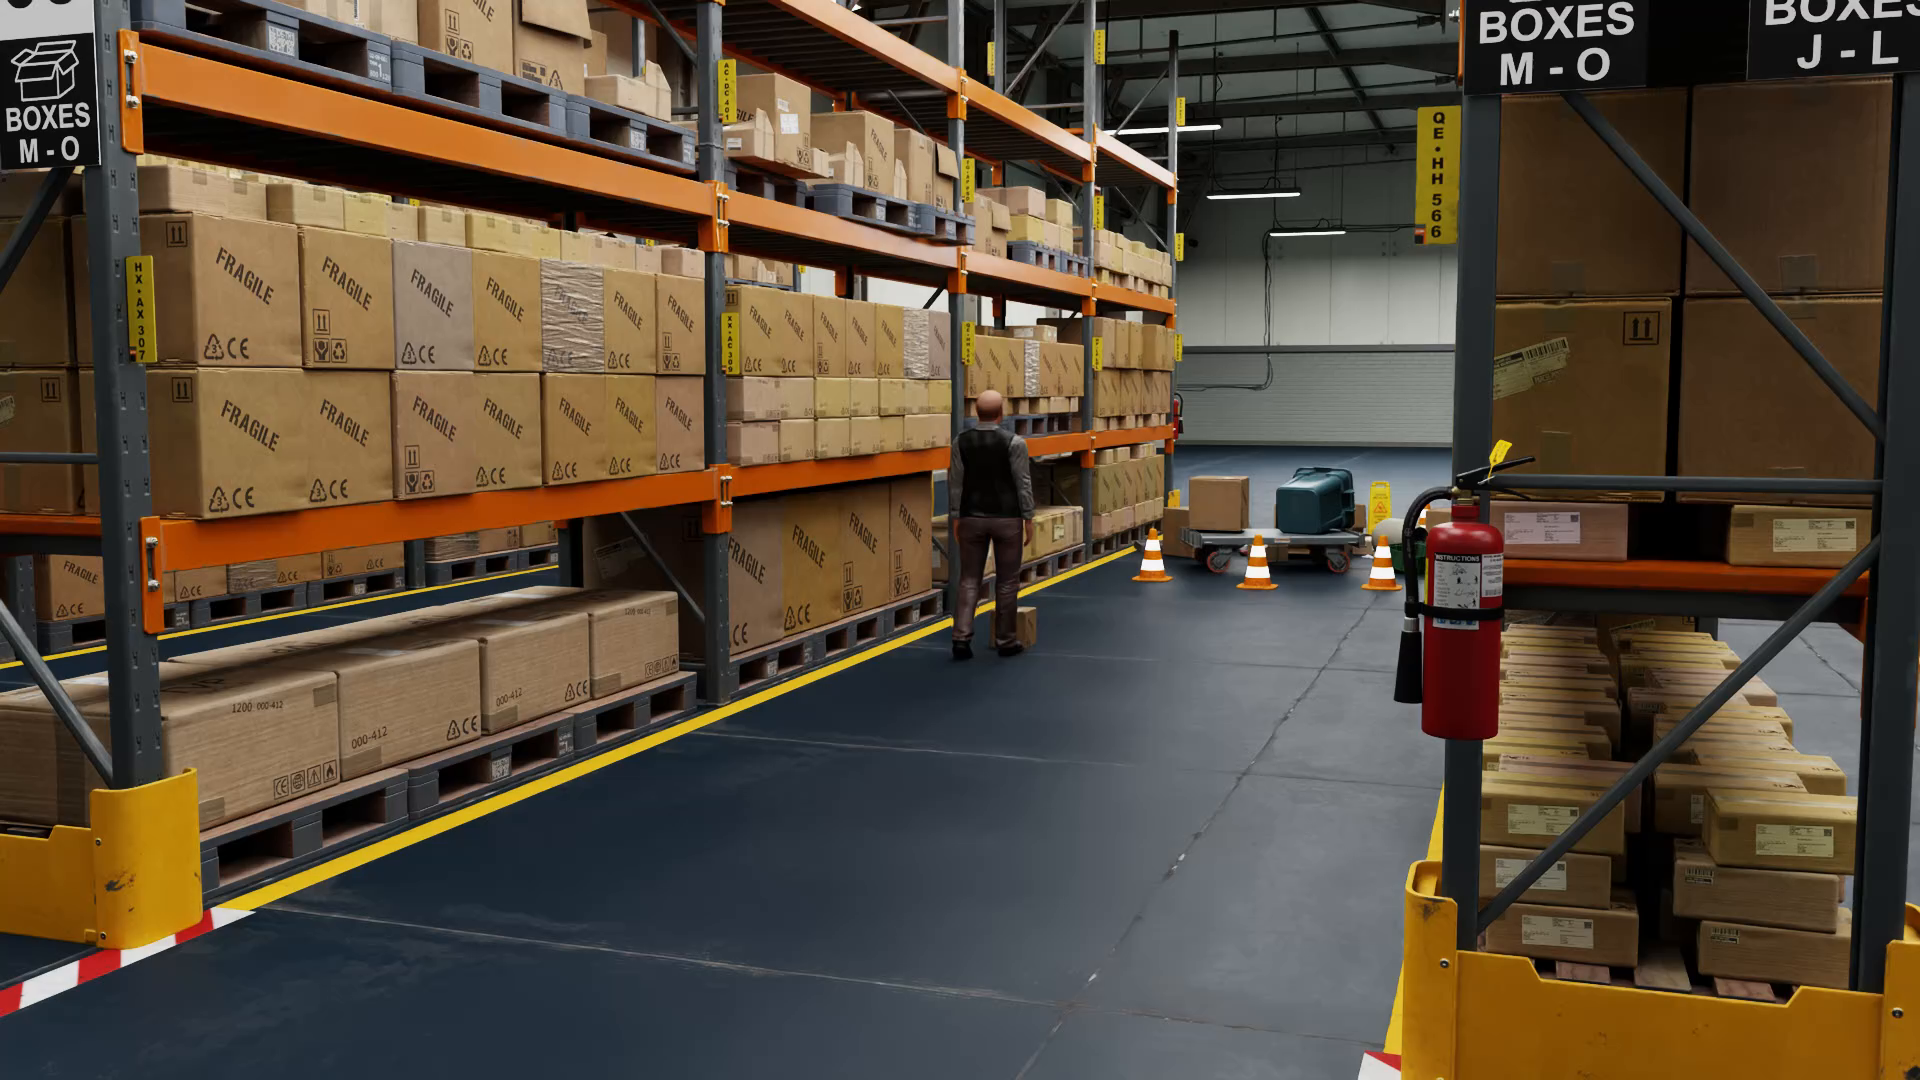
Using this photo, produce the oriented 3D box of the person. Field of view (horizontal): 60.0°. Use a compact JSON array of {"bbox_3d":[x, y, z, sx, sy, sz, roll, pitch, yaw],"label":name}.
[{"bbox_3d":[0.211,-0.089,10.743,0.556,1.750,0.561,2,5,19],"label":"person"}]
